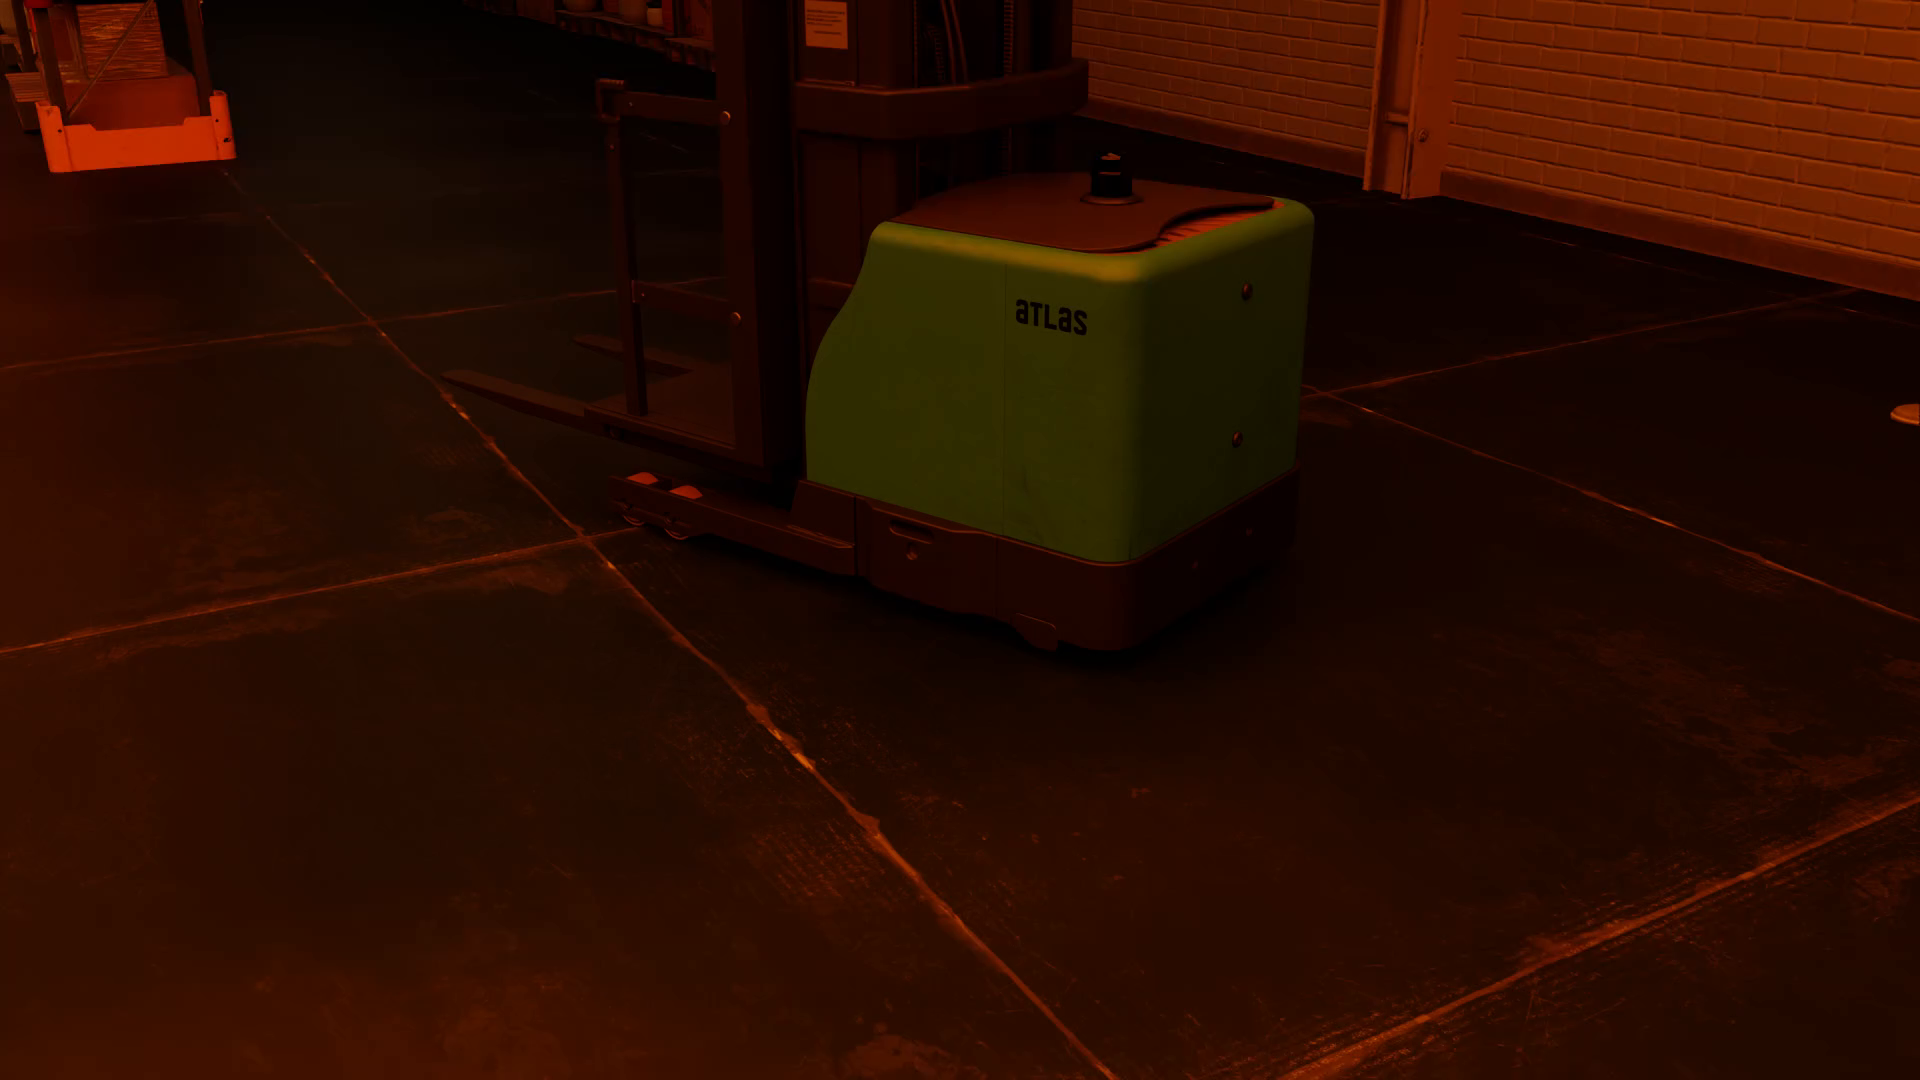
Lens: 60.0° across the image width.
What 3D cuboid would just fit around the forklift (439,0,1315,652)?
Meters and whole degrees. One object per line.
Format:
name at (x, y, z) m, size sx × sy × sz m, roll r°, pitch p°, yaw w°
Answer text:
forklift at (-0.481, -1.497, 4.922) m, size 3.031 × 2.935 × 1.130 m, roll 16°, pitch 27°, yaw 34°

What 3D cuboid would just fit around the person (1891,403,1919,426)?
person at (3.771, -1.167, 5.685) m, size 0.481 × 1.751 × 0.669 m, roll -4°, pitch 23°, yaw -10°
